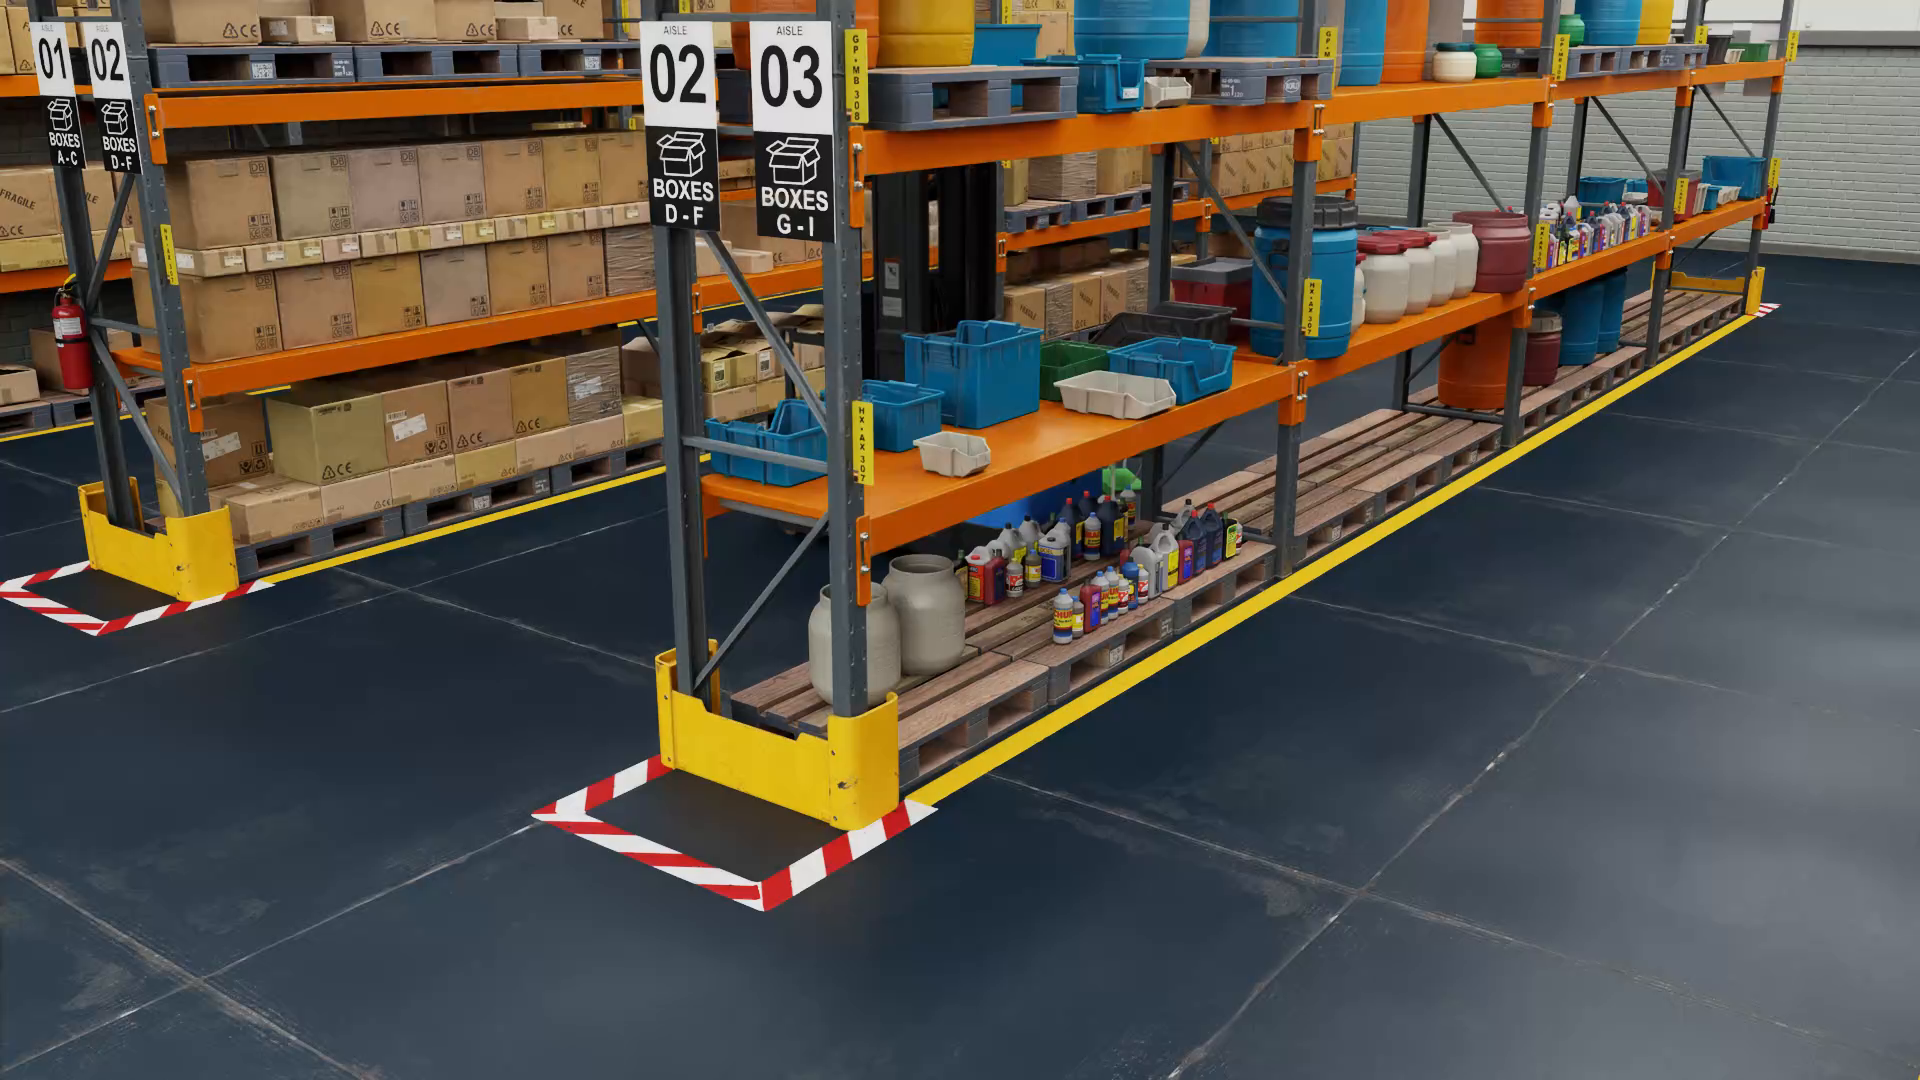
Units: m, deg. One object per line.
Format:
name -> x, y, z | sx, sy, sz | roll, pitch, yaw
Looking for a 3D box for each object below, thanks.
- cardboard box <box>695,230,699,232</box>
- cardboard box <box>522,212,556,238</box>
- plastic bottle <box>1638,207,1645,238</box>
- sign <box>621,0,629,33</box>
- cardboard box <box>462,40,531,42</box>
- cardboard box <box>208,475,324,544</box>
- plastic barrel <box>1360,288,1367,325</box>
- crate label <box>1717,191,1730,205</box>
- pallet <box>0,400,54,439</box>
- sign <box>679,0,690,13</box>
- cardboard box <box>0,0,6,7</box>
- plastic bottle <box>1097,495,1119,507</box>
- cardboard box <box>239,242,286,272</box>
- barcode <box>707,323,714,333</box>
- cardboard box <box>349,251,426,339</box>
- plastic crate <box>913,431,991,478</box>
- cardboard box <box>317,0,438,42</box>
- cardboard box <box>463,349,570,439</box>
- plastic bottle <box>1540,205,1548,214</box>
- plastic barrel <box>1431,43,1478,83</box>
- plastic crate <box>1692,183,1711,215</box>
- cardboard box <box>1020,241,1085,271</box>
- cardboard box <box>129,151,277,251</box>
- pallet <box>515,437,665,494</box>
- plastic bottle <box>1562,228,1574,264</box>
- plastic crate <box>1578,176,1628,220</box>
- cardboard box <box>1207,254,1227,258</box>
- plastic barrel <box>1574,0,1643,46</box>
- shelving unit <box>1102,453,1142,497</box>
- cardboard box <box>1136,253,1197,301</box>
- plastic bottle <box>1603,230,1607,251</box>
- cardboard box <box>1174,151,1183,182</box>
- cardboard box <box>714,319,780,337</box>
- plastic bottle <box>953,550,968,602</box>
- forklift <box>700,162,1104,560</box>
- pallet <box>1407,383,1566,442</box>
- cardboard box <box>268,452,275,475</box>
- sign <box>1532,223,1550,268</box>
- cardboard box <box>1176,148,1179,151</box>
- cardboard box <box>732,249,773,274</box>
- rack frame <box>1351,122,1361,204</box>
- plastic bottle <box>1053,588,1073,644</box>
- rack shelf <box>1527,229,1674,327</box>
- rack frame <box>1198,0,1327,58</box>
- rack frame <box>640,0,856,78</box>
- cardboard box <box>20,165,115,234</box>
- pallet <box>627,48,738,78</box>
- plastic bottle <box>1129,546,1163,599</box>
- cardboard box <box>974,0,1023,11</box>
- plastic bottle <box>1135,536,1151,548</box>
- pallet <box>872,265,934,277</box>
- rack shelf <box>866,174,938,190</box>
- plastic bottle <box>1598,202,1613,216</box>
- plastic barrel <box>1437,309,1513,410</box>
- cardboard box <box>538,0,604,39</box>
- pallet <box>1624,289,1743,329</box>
cardboard box -> -3.460, -3.323, 19.302 | 0.750, 0.750, 0.750 | 12, 21, 34
cardboard box -> -3.004, -2.182, 11.451 | 0.380, 0.149, 0.250 | 12, 21, 34
plastic bottle -> 6.260, -2.929, 15.314 | 0.061, 0.283, 0.133 | 12, 21, 35
sign -> -3.569, -5.580, 17.724 | 0.100, 0.325, 0.005 | 12, 21, 35
cardboard box -> -4.850, -5.196, 17.151 | 0.797, 0.503, 0.637 | 16, 24, 42
cardboard box -> -4.291, -0.193, 10.234 | 0.500, 0.250, 0.500 | 12, 21, 35
plastic barrel -> 2.481, -1.515, 10.799 | 0.301, 0.262, 0.301 | 0, 17, 0
crate label -> 8.049, -3.691, 17.915 | 0.396, 0.136, 0.243 | 12, 21, 35
pallet -> -8.212, -0.965, 13.495 | 1.003, 0.211, 1.213 | 12, 21, 35
sign -> -1.960, -3.789, 11.824 | 0.100, 0.325, 0.005 | 12, 21, 35
cardboard box -> -7.710, -4.342, 12.722 | 0.500, 0.500, 0.500 | 13, 22, 36
plastic bottle -> 0.857, -0.122, 9.931 | 0.152, 0.276, 0.135 | 13, 22, 37
cardboard box -> -4.228, -1.693, 9.876 | 0.380, 0.149, 0.250 | 12, 21, 33
barcode -> -1.920, -1.632, 12.794 | 0.001, 0.075, 0.075 | 12, 21, 35
cardboard box -> -3.892, -1.617, 10.723 | 0.700, 0.500, 0.500 | 13, 21, 35
plastic crate -> -0.022, -0.371, 7.325 | 0.298, 0.136, 0.250 | 12, 21, 35
cardboard box -> -3.580, -3.312, 10.180 | 0.500, 0.500, 0.500 | 12, 21, 35
cardboard box -> -3.109, -1.029, 11.664 | 0.500, 0.500, 0.500 | 12, 21, 35
plastic bottle -> 5.445, -2.984, 15.513 | 0.097, 0.271, 0.097 | 0, 17, 0
plastic barrel -> 3.383, -3.268, 11.386 | 0.301, 0.262, 0.301 | 0, 17, 0
plastic crate -> 7.394, -3.502, 17.061 | 0.437, 0.282, 0.530 | 12, 21, 35
cardboard box -> 0.982, -3.019, 17.618 | 0.500, 0.250, 0.500 | 12, 21, 34
cardboard box -> -4.470, -2.006, 9.788 | 0.700, 0.500, 0.500 | 13, 21, 35
pallet -> -2.914, -0.656, 12.500 | 1.003, 0.211, 1.213 | 12, 21, 35
plastic bottle -> 5.000, -2.425, 13.692 | 0.061, 0.283, 0.133 | 12, 21, 35
plastic crate -> 6.341, -3.391, 16.532 | 0.392, 0.384, 0.575 | 12, 21, 35
cardboard box -> 2.919, -3.365, 20.315 | 0.500, 0.311, 0.500 | 12, 21, 35
plastic barrel -> 5.442, -4.638, 14.009 | 0.600, 0.901, 0.708 | 12, 21, 35
shelving unit -> 1.035, -0.635, 10.764 | 0.258, 1.200, 0.503 | -3, 18, -10
cardboard box -> 2.297, -2.923, 18.572 | 0.500, 0.500, 0.500 | 12, 21, 34
plastic bottle -> 5.577, -2.626, 14.477 | 0.097, 0.201, 0.097 | 0, 17, 0
cardboard box -> 2.452, -4.287, 19.323 | 0.500, 0.500, 0.500 | 13, 21, 36
cardboard box -> -1.791, -1.715, 14.192 | 0.500, 0.311, 0.500 | 12, 21, 35
plastic bottle -> -0.017, 0.201, 8.878 | 0.061, 0.283, 0.133 | 13, 22, 36
forklift -> -0.581, -1.521, 10.698 | 3.031, 2.935, 1.130 | 12, 21, 33
pallet -> 4.389, -1.109, 13.961 | 1.003, 0.211, 1.213 | 12, 21, 35
cardboard box -> -4.419, -0.405, 10.920 | 0.500, 0.250, 0.500 | 12, 21, 35
sign -> 4.399, -2.228, 12.587 | 0.100, 0.325, 0.005 | 12, 21, 35
cardboard box -> 2.454, -4.766, 19.180 | 0.500, 0.500, 0.500 | 13, 21, 35
cardboard box -> -1.714, -2.224, 13.273 | 0.380, 0.149, 0.250 | 12, 21, 35
rack frame -> 4.744, -5.028, 21.876 | 1.000, 3.000, 0.127 | 12, 21, 35
plastic bottle -> 0.517, 0.375, 8.335 | 0.097, 0.271, 0.097 | 0, 17, 0
rack shelf -> 5.145, -2.379, 14.559 | 1.077, 0.370, 4.000 | 12, 21, 35
rack frame -> 1.570, -4.158, 8.961 | 1.000, 3.000, 0.127 | 12, 21, 35
rack frame -> -0.814, -3.206, 5.893 | 1.000, 3.000, 0.127 | 12, 21, 35
cardboard box -> -7.331, -2.811, 13.692 | 0.500, 0.500, 0.500 | 13, 22, 36
pallet -> -1.891, -3.723, 12.940 | 0.805, 0.209, 1.217 | 11, 21, 33
plastic bottle -> 1.011, 0.162, 9.014 | 0.152, 0.276, 0.135 | 13, 21, 36
cardboard box -> 0.242, -5.183, 15.463 | 0.500, 0.500, 0.500 | 12, 21, 35
plastic bottle -> 1.013, 0.109, 9.174 | 0.061, 0.283, 0.133 | 12, 21, 35
pallet -> -1.104, -3.785, 22.576 | 1.003, 0.211, 1.213 | 12, 21, 35
rack shelf -> -0.428, -5.082, 23.265 | 1.077, 0.370, 4.000 | 12, 21, 35
plastic bottle -> 5.826, -2.880, 15.043 | 0.144, 0.351, 0.185 | 12, 21, 35
plastic barrel -> 4.231, -1.530, 13.563 | 0.600, 0.830, 0.708 | 12, 21, 35
cardboard box -> -2.918, -3.844, 11.893 | 0.500, 0.500, 0.500 | 15, 22, 39
pallet -> 8.197, -2.630, 18.858 | 1.003, 0.211, 1.213 | 12, 21, 35
